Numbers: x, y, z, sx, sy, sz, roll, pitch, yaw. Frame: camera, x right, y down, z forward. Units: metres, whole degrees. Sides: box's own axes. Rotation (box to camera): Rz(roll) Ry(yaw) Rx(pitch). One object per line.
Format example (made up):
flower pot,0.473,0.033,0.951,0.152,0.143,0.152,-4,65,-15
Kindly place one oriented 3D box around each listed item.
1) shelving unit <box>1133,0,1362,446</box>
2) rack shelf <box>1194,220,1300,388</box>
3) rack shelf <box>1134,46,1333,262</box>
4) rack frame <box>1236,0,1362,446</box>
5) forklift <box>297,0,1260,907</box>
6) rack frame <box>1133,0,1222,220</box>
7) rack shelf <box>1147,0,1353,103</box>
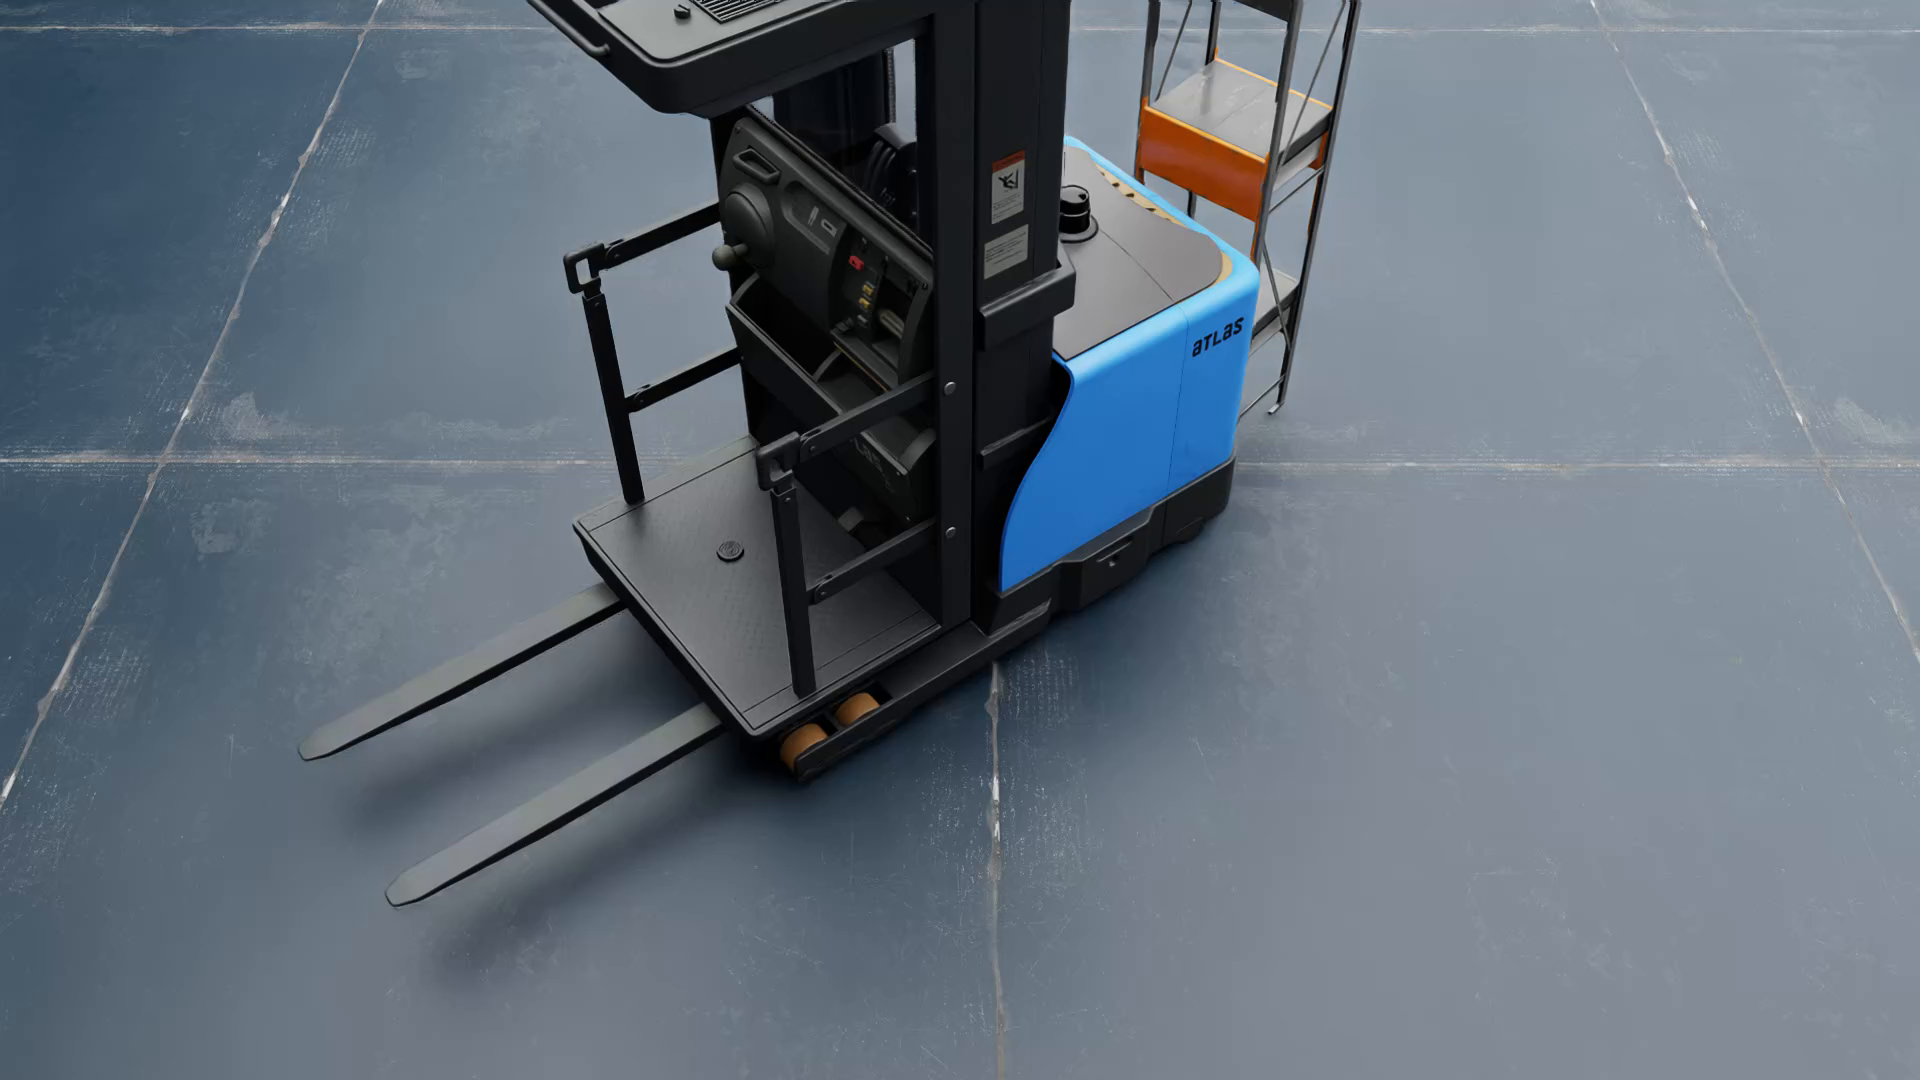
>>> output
shelving unit,0.895,-1.236,5.465,0.503,2.100,0.431,32,55,26
rack shelf,0.895,-0.752,5.989,0.480,0.518,0.431,32,55,26
rack shelf,0.895,-1.227,5.475,0.480,0.518,0.431,32,55,26
rack frame,1.079,-1.119,5.356,0.015,2.100,0.400,32,55,26
forklift,-0.543,-0.717,4.415,3.031,2.935,1.130,-29,54,-24
rack frame,0.710,-1.354,5.573,0.015,2.100,0.400,32,55,26
rack shelf,0.895,-1.702,4.960,0.480,0.518,0.431,32,55,26
